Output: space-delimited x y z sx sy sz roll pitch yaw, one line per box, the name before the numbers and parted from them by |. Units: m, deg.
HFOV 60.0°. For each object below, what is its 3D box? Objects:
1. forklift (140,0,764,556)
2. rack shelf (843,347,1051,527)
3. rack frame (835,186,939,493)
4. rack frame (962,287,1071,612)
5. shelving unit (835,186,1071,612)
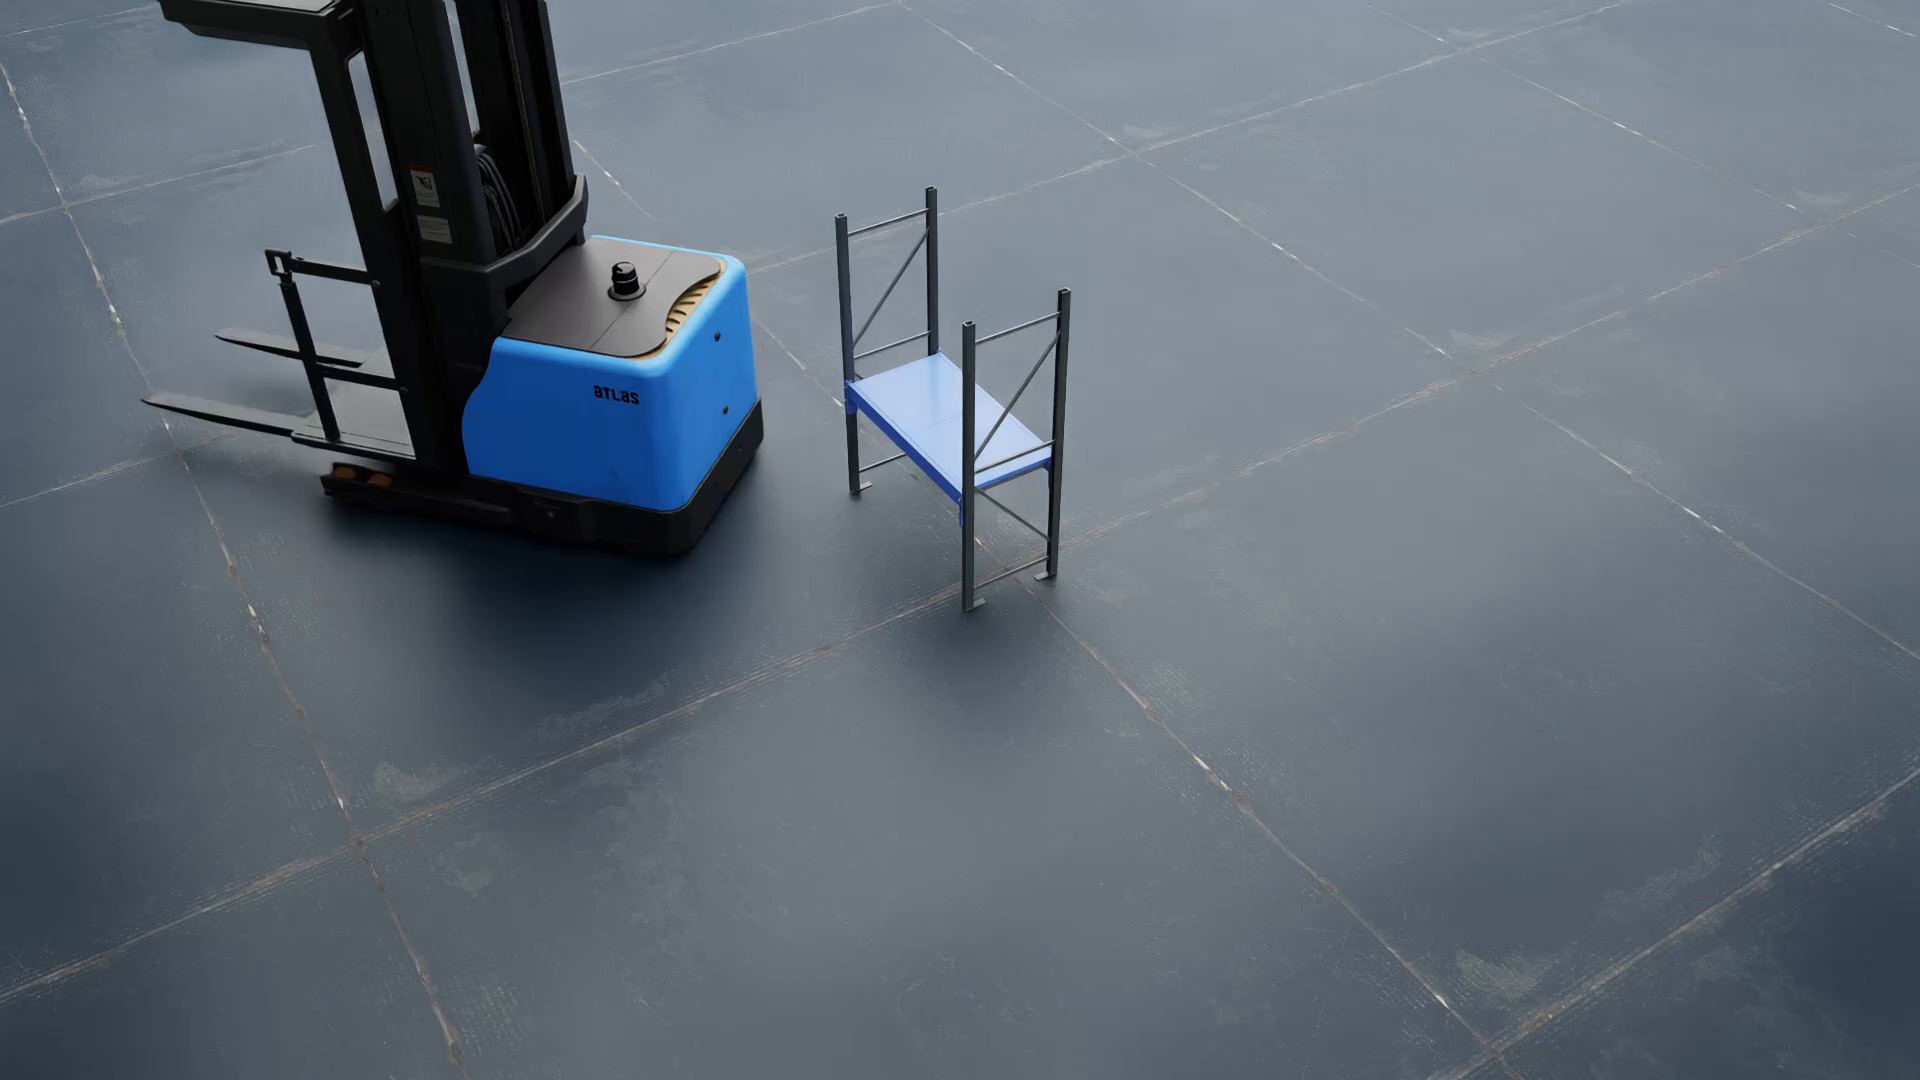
forklift | -2.555 -1.589 7.427 3.031 2.935 1.130 11 41 13
rack shelf | -0.046 -0.484 7.501 0.538 0.185 1.000 -22 45 -24
rack frame | -0.319 -0.897 7.715 0.500 1.500 0.032 -22 45 -24
rack frame | 0.227 -0.348 7.056 0.500 1.500 0.032 -22 45 -24
shelving unit | -0.046 -0.622 7.386 0.538 1.500 1.048 -22 45 -24
